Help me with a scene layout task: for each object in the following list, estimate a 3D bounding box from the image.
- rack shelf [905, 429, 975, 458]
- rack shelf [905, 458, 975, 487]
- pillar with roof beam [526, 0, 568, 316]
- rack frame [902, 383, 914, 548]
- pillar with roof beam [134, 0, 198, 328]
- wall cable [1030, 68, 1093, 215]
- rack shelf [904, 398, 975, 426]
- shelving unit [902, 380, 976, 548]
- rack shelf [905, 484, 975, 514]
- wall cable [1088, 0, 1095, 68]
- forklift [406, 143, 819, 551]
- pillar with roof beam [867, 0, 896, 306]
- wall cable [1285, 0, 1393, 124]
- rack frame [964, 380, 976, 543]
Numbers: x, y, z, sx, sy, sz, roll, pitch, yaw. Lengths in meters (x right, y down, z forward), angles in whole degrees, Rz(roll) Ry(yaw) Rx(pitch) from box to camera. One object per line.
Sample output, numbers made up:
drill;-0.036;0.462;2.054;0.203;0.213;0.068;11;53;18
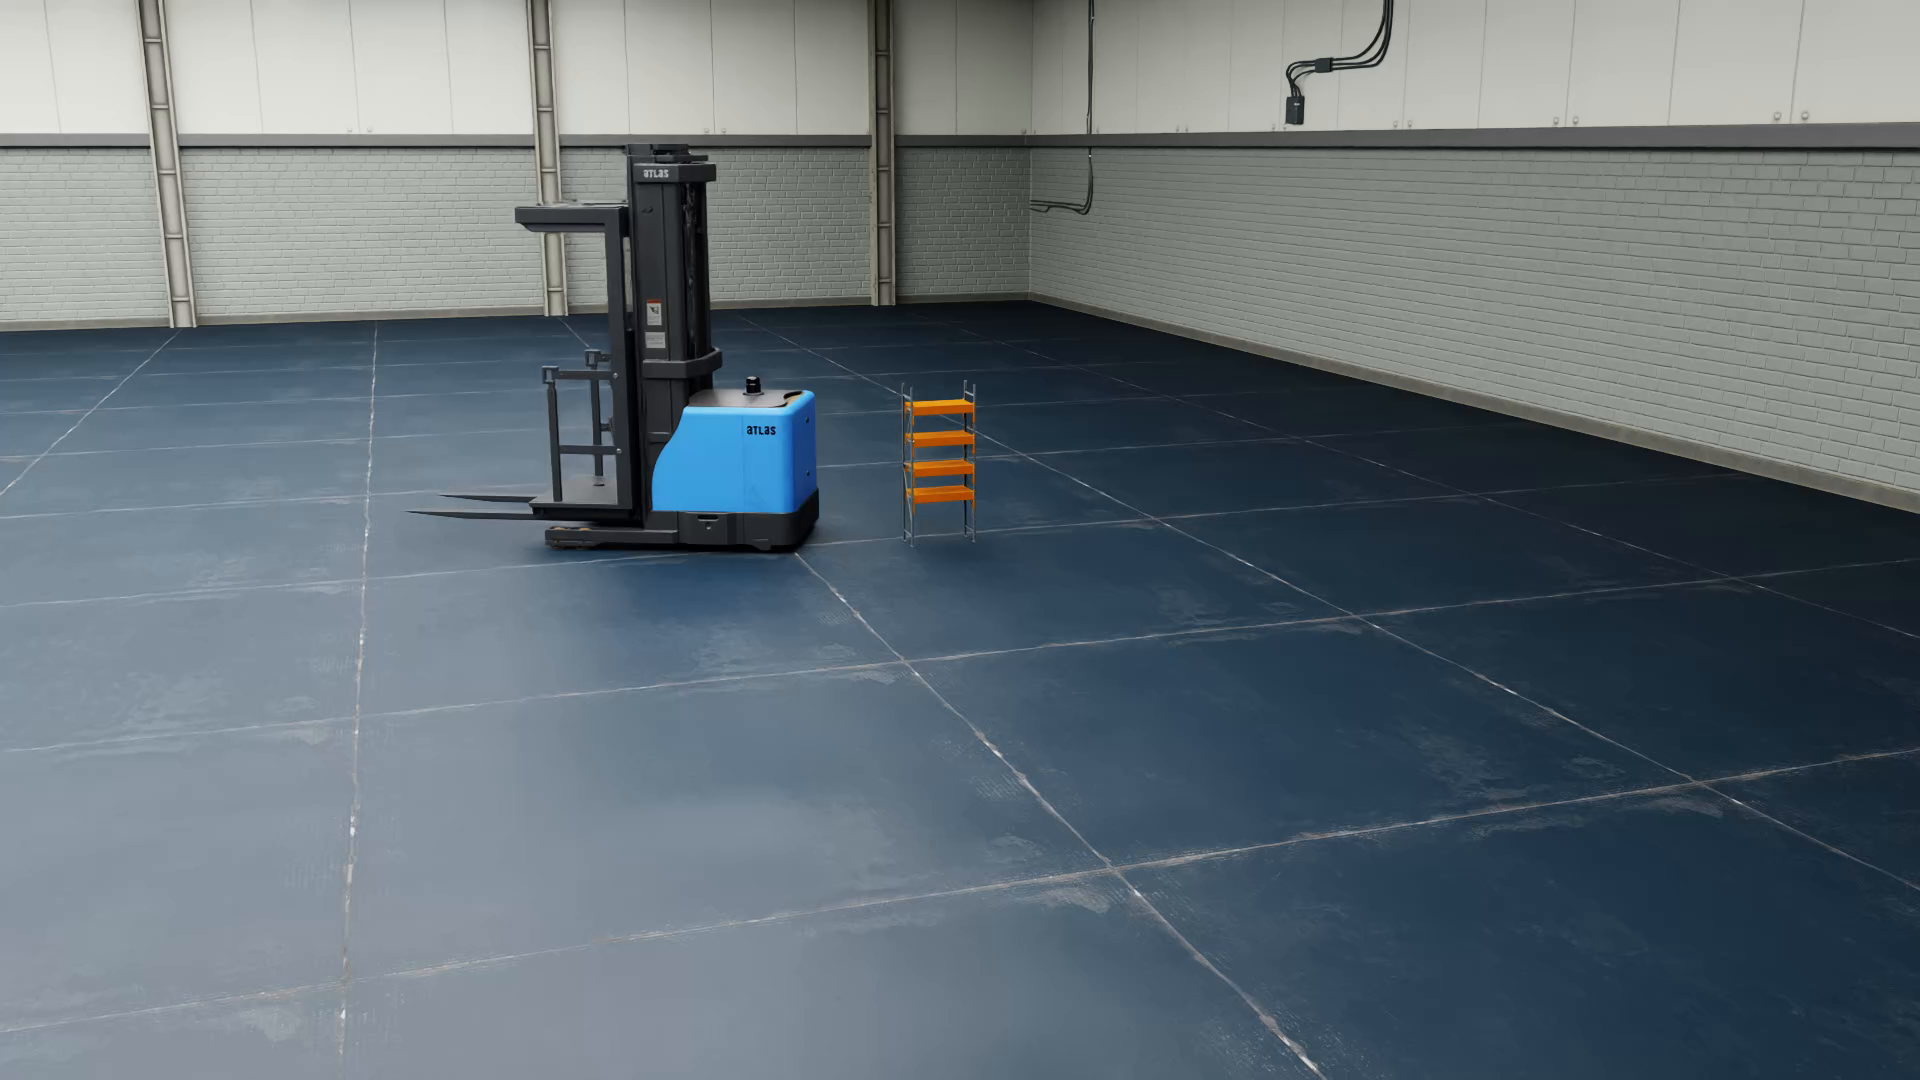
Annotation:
rack shelf;-0.157;-0.724;12.416;0.480;0.148;0.258;-4;14;-18
rack shelf;-0.157;-0.506;12.468;0.480;0.148;0.258;-4;14;-18
pillar with roof beam;-5.751;-7.403;24.318;0.400;9.000;9.100;-4;14;-18
rack frame;-0.388;-0.553;12.377;0.015;1.200;0.240;-4;14;-18
pillar with roof beam;-11.437;-6.960;22.456;0.400;9.000;9.100;-4;14;-18
wall cable;1.777;-7.206;30.203;0.112;2.526;3.097;-4;14;-18
rack shelf;-0.157;-0.954;12.362;0.480;0.148;0.258;-4;14;-18
shelving unit;-0.157;-0.572;12.453;0.503;1.200;0.258;-4;14;-18
rack shelf;-0.157;-0.313;12.514;0.480;0.148;0.258;-4;14;-18
wall cable;2.640;-9.070;27.124;0.112;2.526;3.097;-4;14;-18
forklift;-2.657;-1.469;12.486;3.031;2.935;1.130;1;13;5
pillar with roof beam;-0.064;-7.845;26.180;0.400;9.000;9.100;-4;14;-18
wall cable;4.790;-8.288;20.692;0.169;6.003;2.305;-4;14;-18
rack frame;0.074;-0.590;12.528;0.015;1.200;0.240;-4;14;-18
